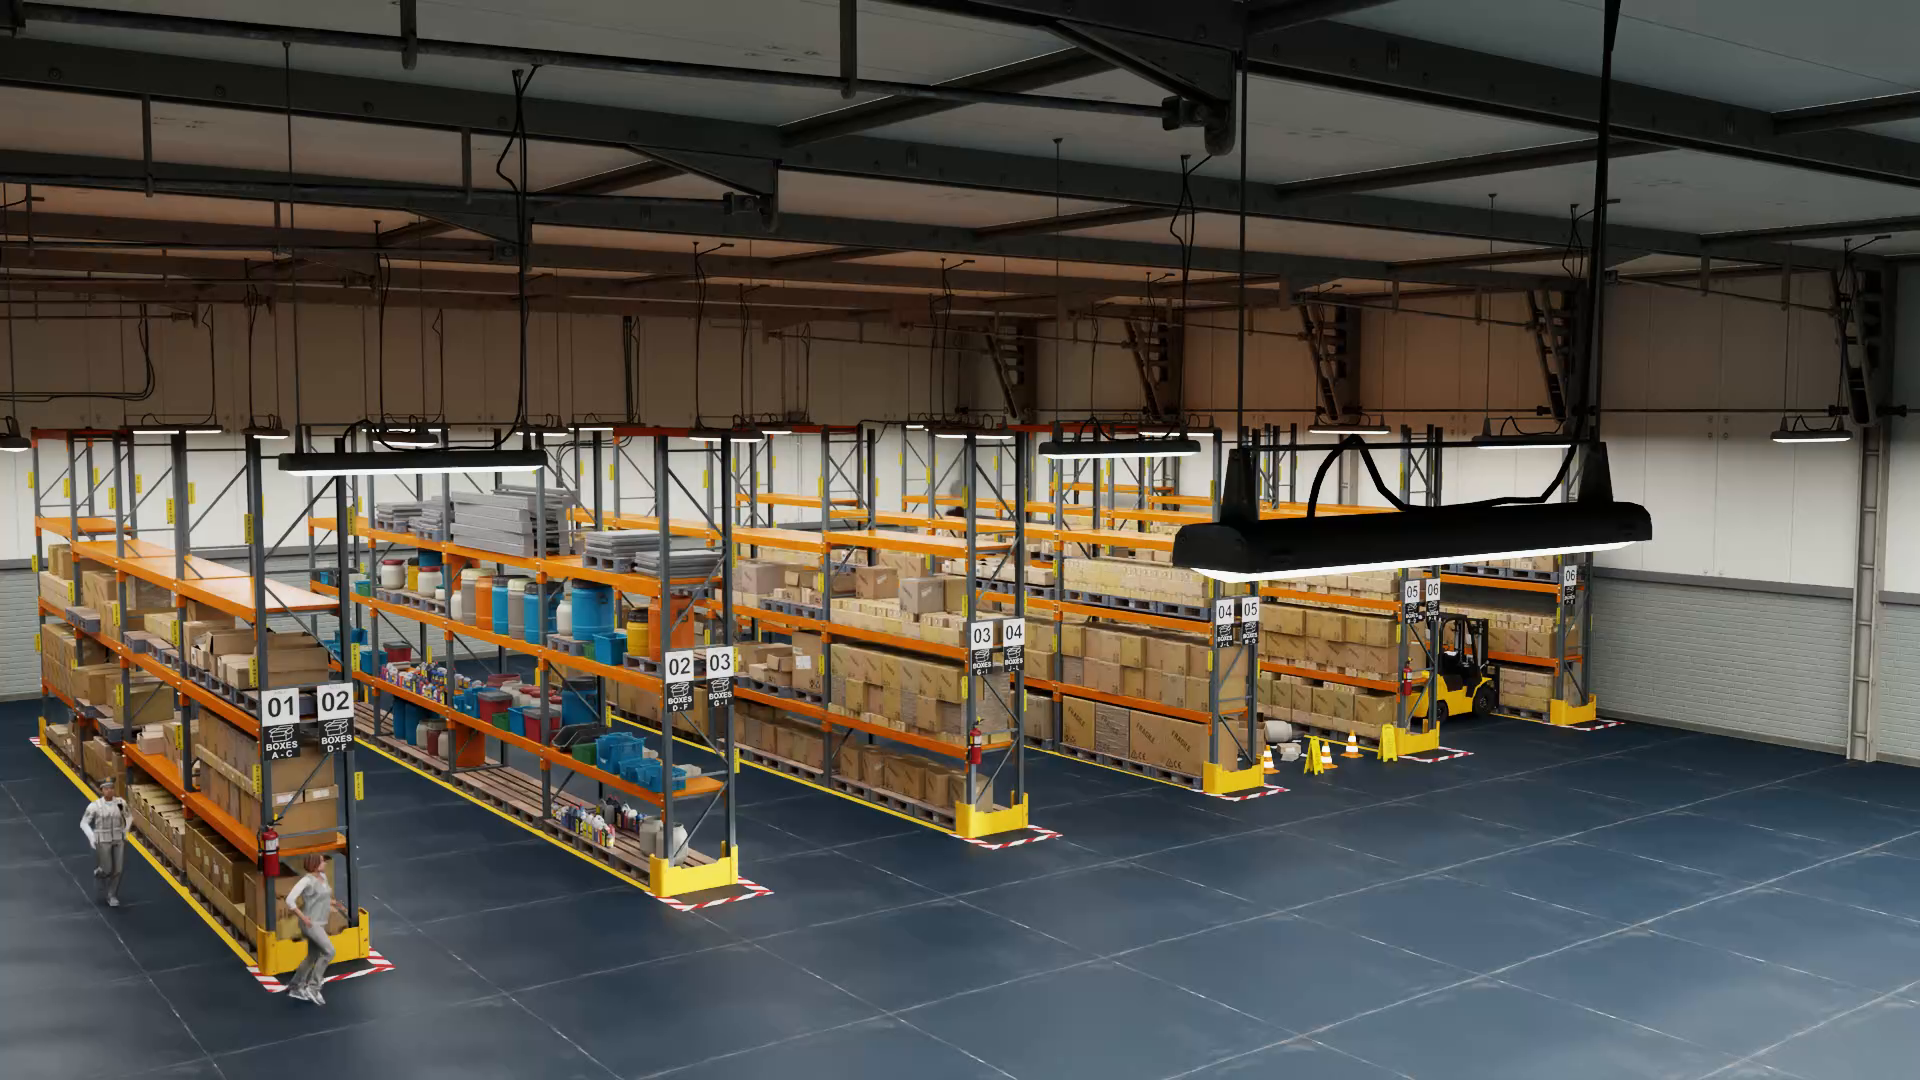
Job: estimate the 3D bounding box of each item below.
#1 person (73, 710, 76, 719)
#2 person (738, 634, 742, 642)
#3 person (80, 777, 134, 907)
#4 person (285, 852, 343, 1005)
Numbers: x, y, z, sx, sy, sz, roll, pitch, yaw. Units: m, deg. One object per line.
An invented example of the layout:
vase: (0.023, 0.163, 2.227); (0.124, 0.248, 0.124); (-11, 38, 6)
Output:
person: (-17.351, 2.978, 32.915); (0.529, 1.535, 0.525); (-1, 5, -14)
person: (-5.276, 2.504, 38.104); (0.669, 1.684, 0.760); (-4, 6, -41)
person: (-10.895, 3.840, 21.293); (0.614, 1.655, 0.558); (-4, 6, -42)
person: (-6.904, 4.154, 17.816); (0.602, 1.621, 0.522); (0, 4, -3)
